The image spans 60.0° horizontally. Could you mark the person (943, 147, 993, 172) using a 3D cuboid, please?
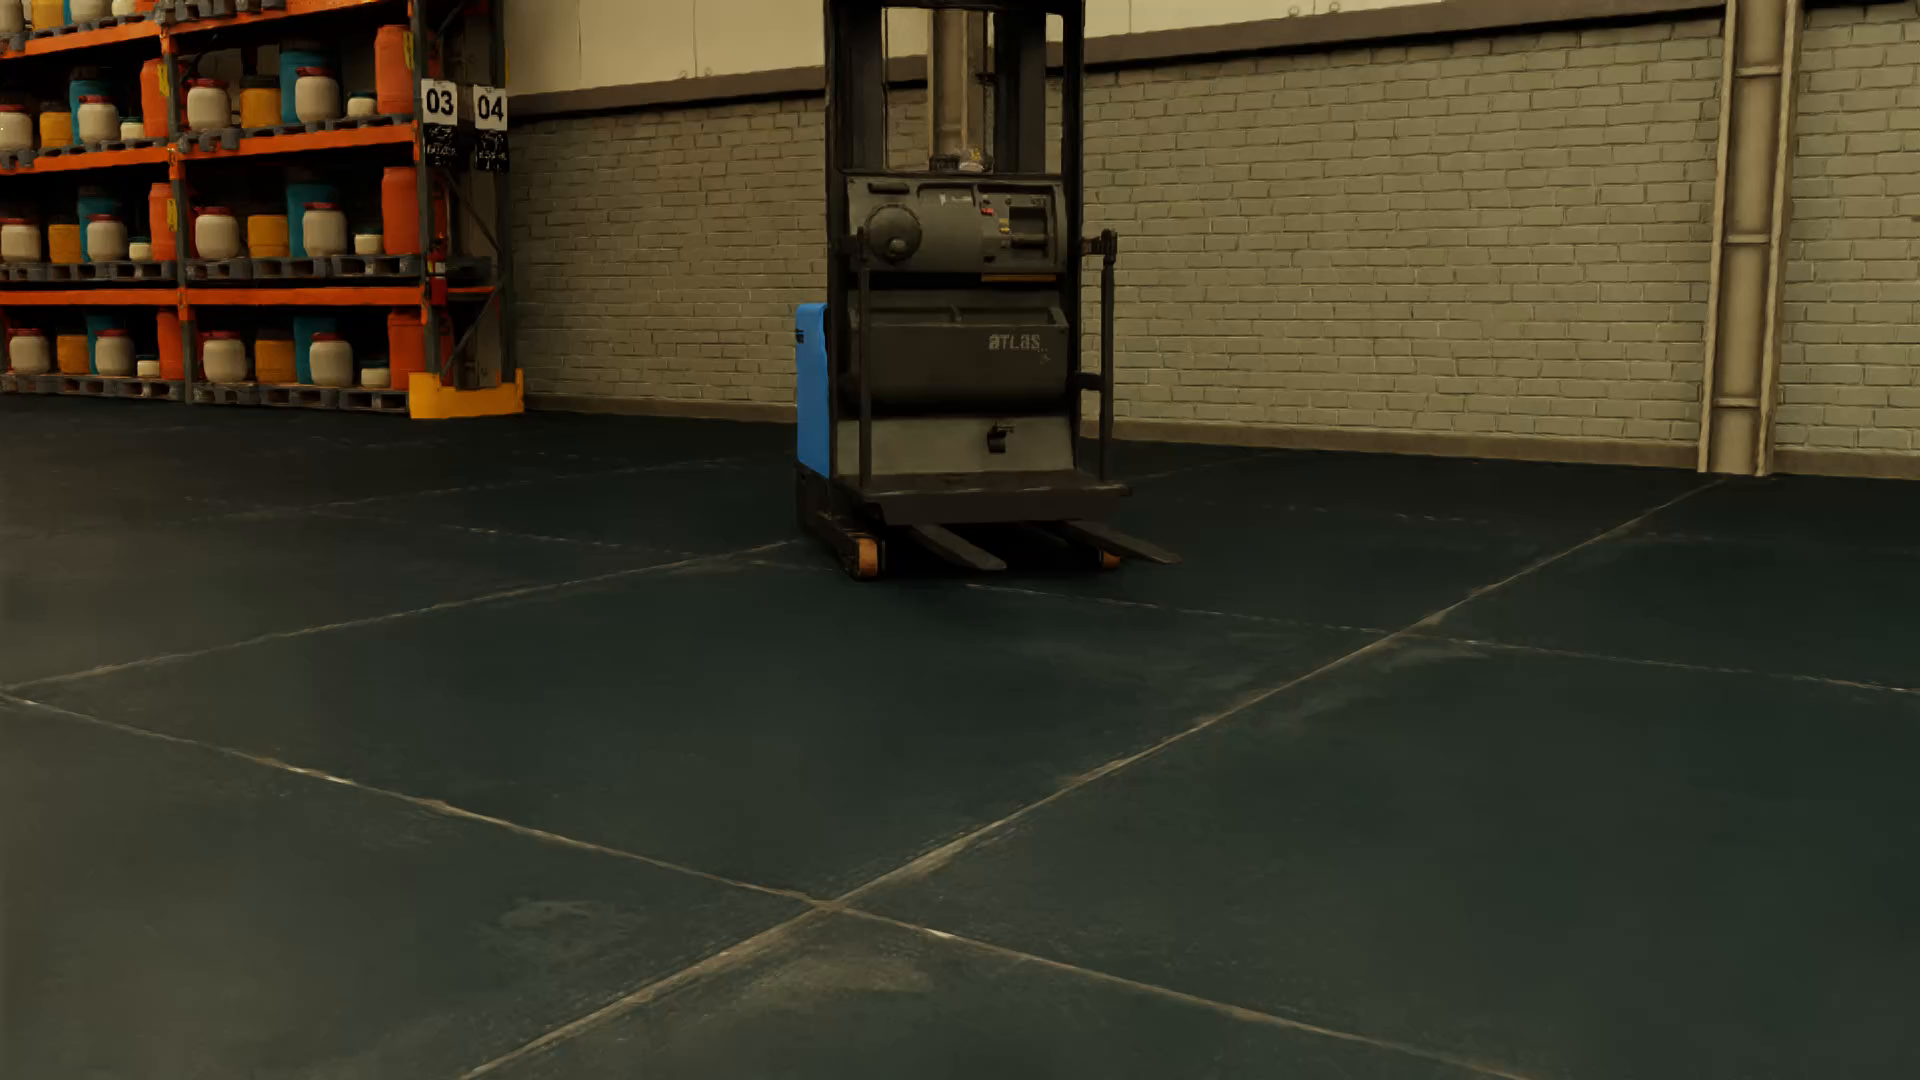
[{"bbox_3d":[0.029,-0.931,7.360,0.522,1.608,0.625,-2,8,-12],"label":"person"}]

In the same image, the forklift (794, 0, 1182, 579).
[{"bbox_3d":[0.045,-1.355,6.720,1.130,2.935,3.031,-2,8,-14],"label":"forklift"}]
